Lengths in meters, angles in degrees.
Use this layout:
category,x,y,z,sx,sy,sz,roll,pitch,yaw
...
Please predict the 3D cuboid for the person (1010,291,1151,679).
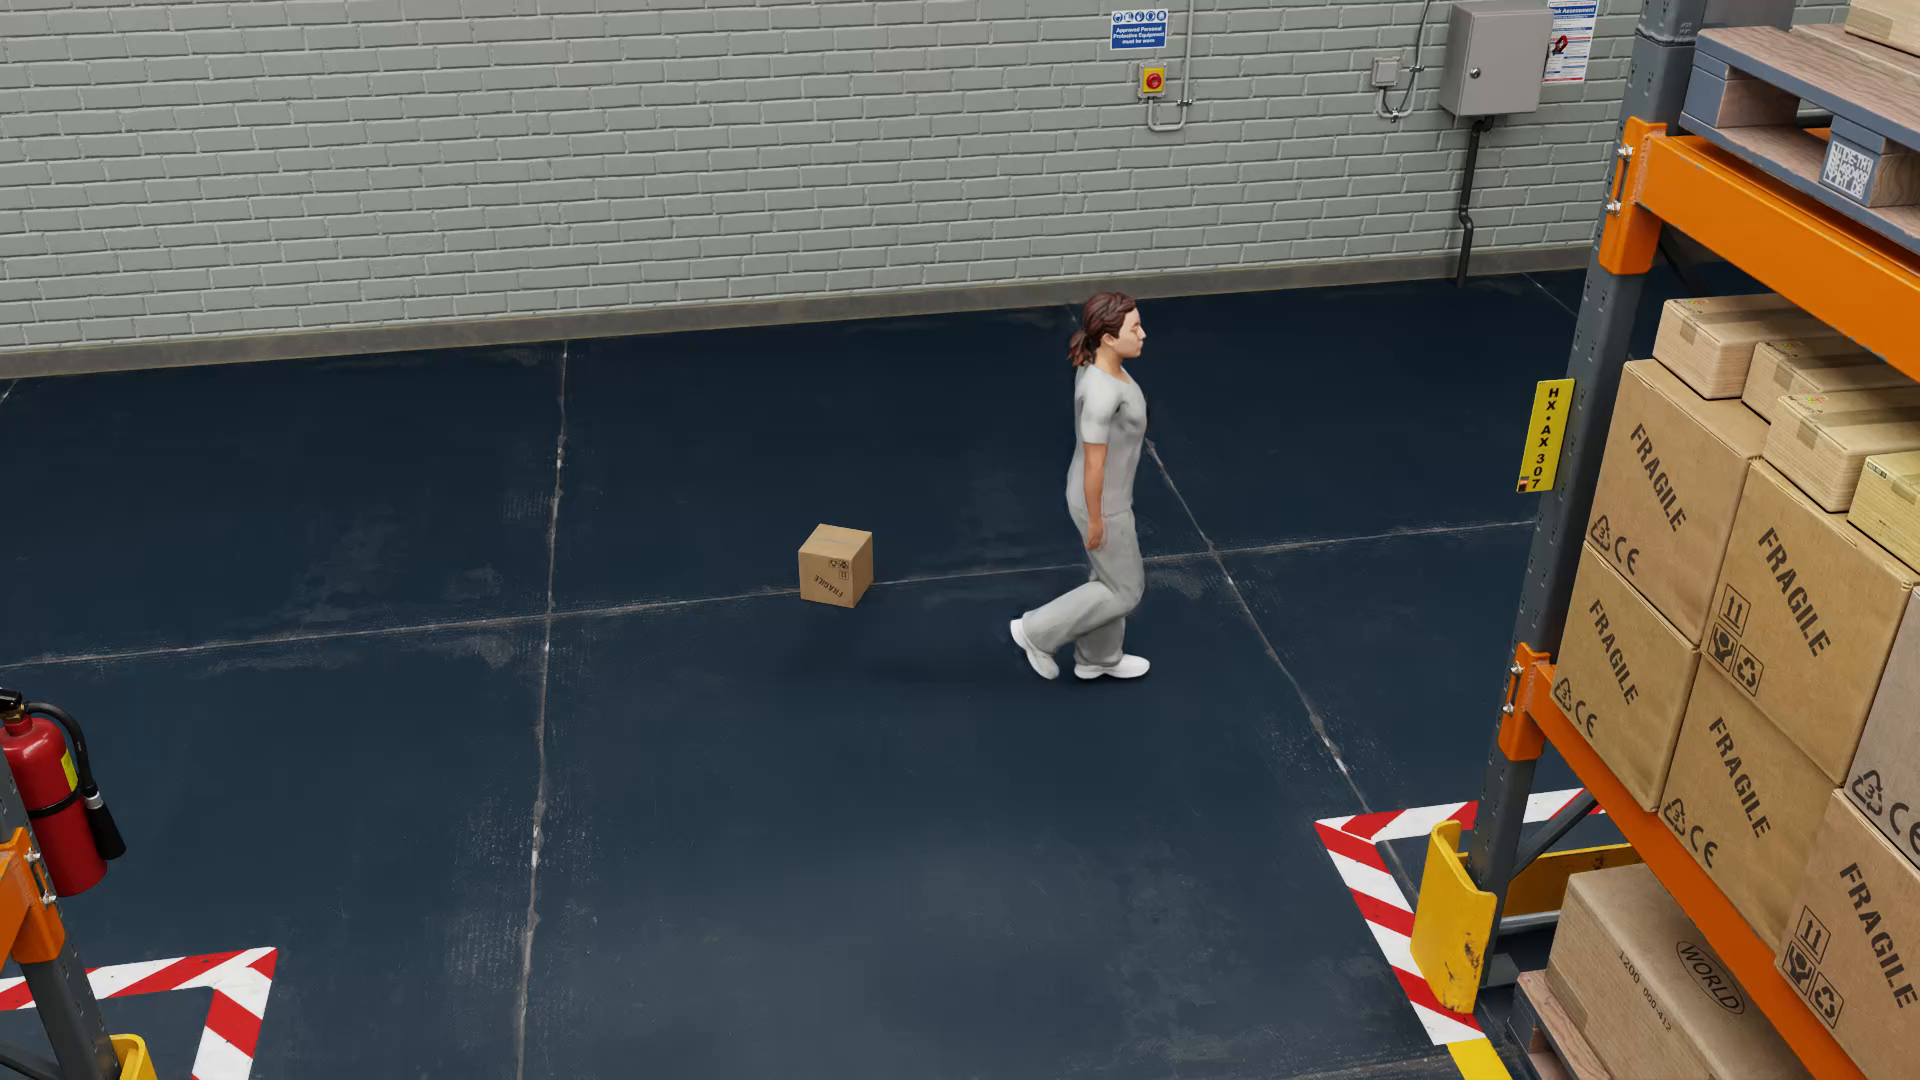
category,x,y,z,sx,sy,sz,roll,pitch,yaw
person,0.489,-0.160,6.360,0.566,1.660,0.452,3,31,4
